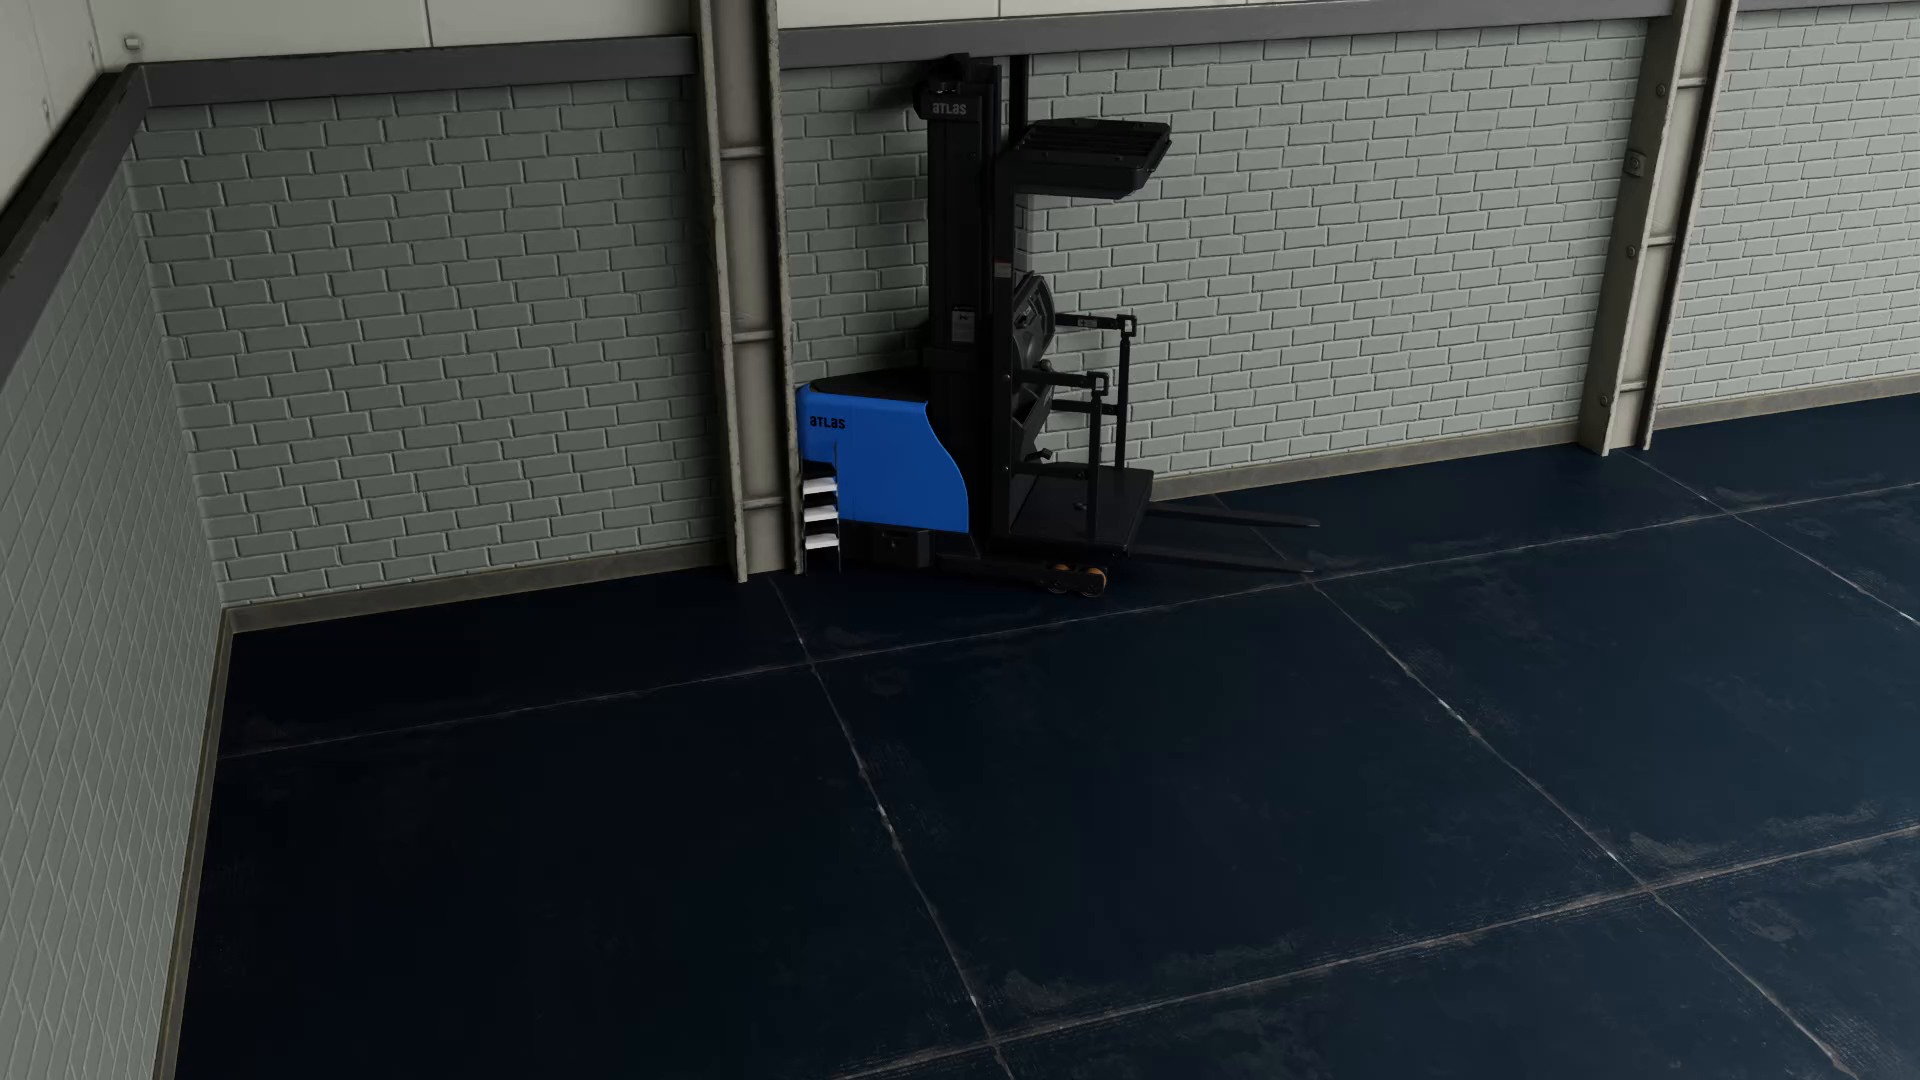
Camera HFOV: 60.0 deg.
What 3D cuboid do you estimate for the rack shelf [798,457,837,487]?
[{"bbox_3d":[-0.840,-0.408,9.644,0.200,0.077,0.258,-8,29,-15],"label":"rack shelf"}]

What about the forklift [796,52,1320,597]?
[{"bbox_3d":[0.611,-1.244,9.459,3.031,2.935,1.130,6,27,13],"label":"forklift"}]

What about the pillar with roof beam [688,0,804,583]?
[{"bbox_3d":[0.171,-2.052,4.263,0.400,9.000,9.100,-8,28,-16],"label":"pillar with roof beam"}]

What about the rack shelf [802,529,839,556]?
[{"bbox_3d":[-0.843,-0.011,9.855,0.200,0.077,0.258,-8,29,-15],"label":"rack shelf"}]

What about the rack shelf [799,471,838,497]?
[{"bbox_3d":[-0.840,-0.329,9.687,0.200,0.077,0.258,-8,29,-15],"label":"rack shelf"}]

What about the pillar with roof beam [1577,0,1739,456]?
[{"bbox_3d":[5.876,-2.878,5.928,0.400,9.000,9.100,-8,28,-16],"label":"pillar with roof beam"}]

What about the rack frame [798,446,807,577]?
[{"bbox_3d":[-0.938,-0.185,9.728,0.006,0.900,0.240,-8,29,-15],"label":"rack frame"}]

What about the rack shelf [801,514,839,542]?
[{"bbox_3d":[-0.842,-0.090,9.813,0.200,0.077,0.258,-8,29,-15],"label":"rack shelf"}]

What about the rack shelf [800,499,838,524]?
[{"bbox_3d":[-0.842,-0.170,9.771,0.200,0.077,0.258,-8,29,-15],"label":"rack shelf"}]

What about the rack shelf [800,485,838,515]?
[{"bbox_3d":[-0.841,-0.249,9.729,0.200,0.077,0.258,-8,29,-15],"label":"rack shelf"}]

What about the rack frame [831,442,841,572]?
[{"bbox_3d":[-0.744,-0.213,9.782,0.006,0.900,0.240,-8,29,-15],"label":"rack frame"}]

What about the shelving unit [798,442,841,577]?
[{"bbox_3d":[-0.841,-0.199,9.755,0.210,0.900,0.258,-8,29,-15],"label":"shelving unit"}]
